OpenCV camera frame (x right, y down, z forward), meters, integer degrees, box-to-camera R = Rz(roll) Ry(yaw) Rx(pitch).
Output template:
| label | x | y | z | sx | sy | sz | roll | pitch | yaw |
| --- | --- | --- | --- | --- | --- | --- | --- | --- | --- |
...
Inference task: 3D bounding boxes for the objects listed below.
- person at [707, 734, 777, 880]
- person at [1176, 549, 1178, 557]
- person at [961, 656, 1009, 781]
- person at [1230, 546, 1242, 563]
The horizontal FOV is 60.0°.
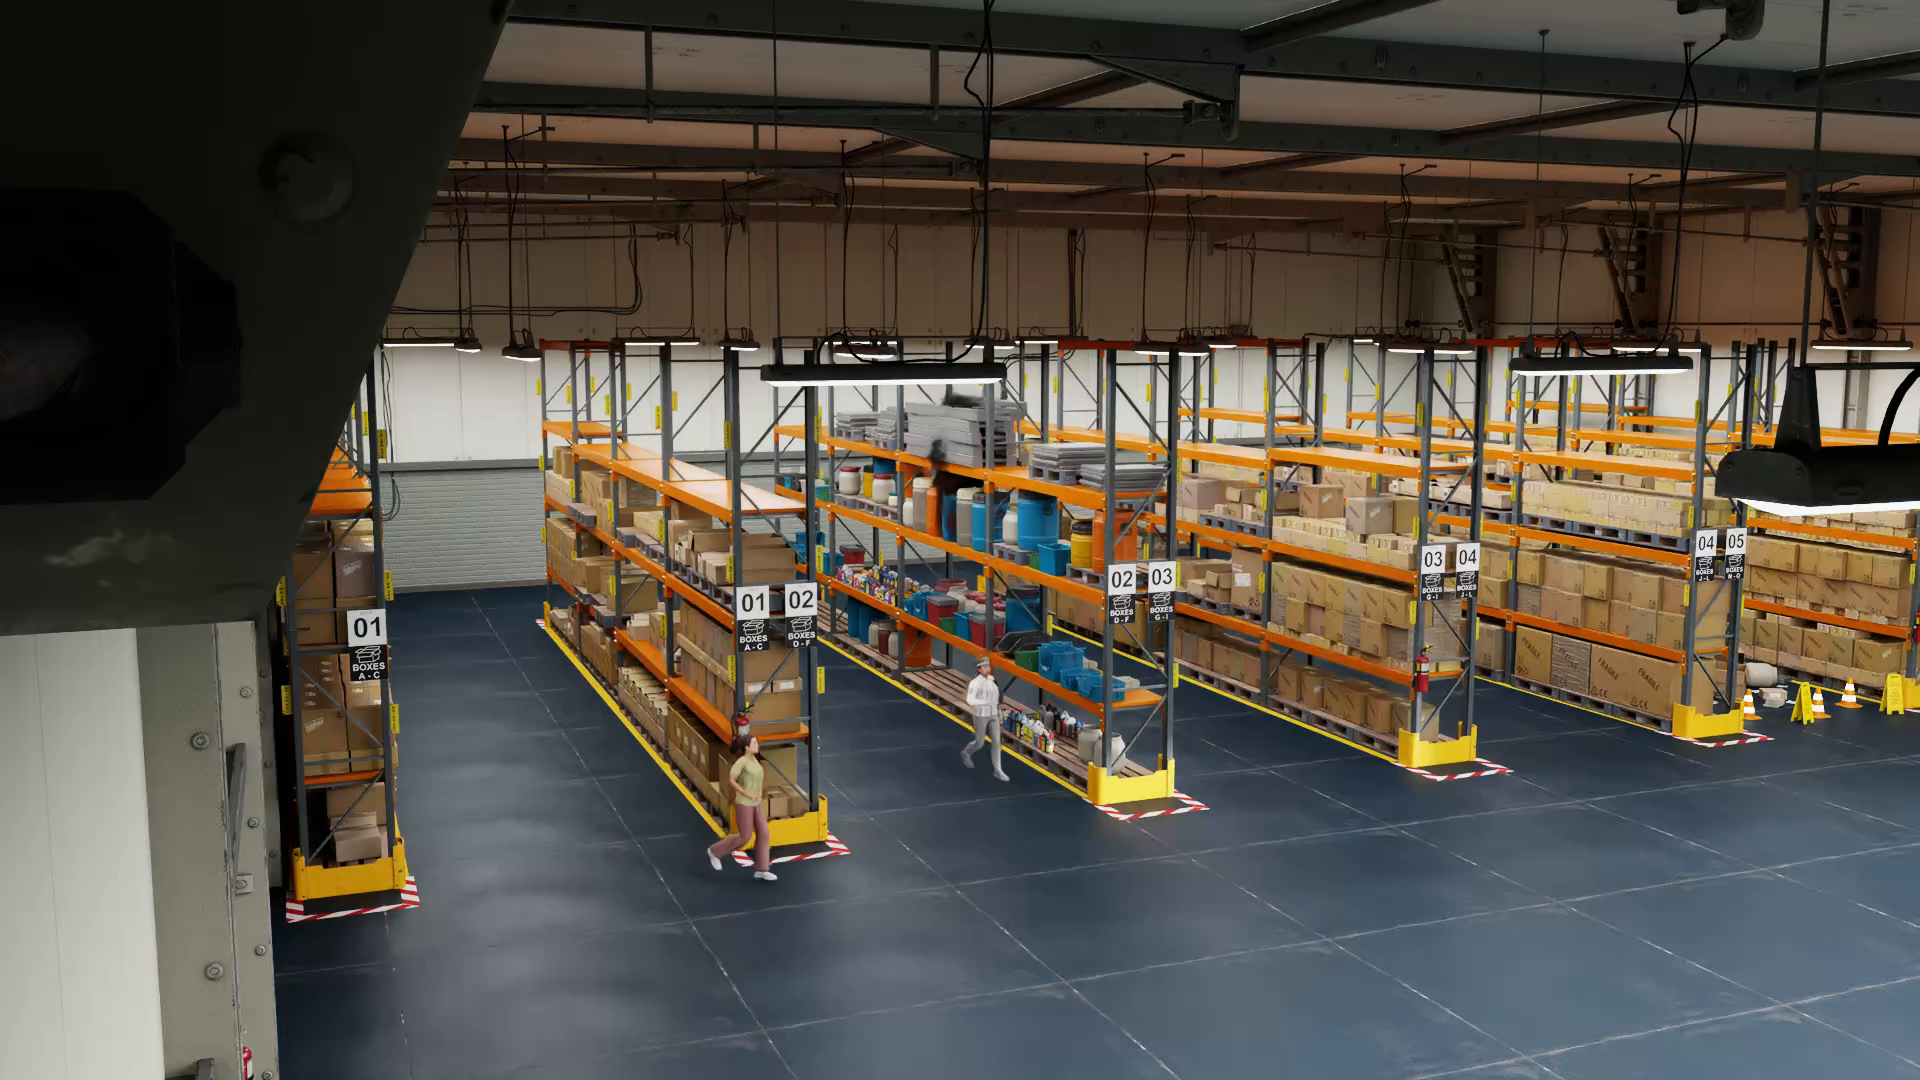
| label | x | y | z | sx | sy | sz | roll | pitch | yaw |
| --- | --- | --- | --- | --- | --- | --- | --- | --- | --- |
| person | -2.425 | 3.047 | 19.152 | 0.884 | 1.600 | 0.636 | 3 | 8 | 20 |
| person | 4.519 | 0.969 | 35.056 | 0.536 | 1.660 | 0.686 | -3 | 8 | -21 |
| person | 0.370 | 2.424 | 22.880 | 0.617 | 1.667 | 0.871 | -6 | 9 | -36 |
| person | 5.999 | 0.926 | 35.536 | 0.607 | 1.601 | 0.589 | -3 | 8 | -23 |
